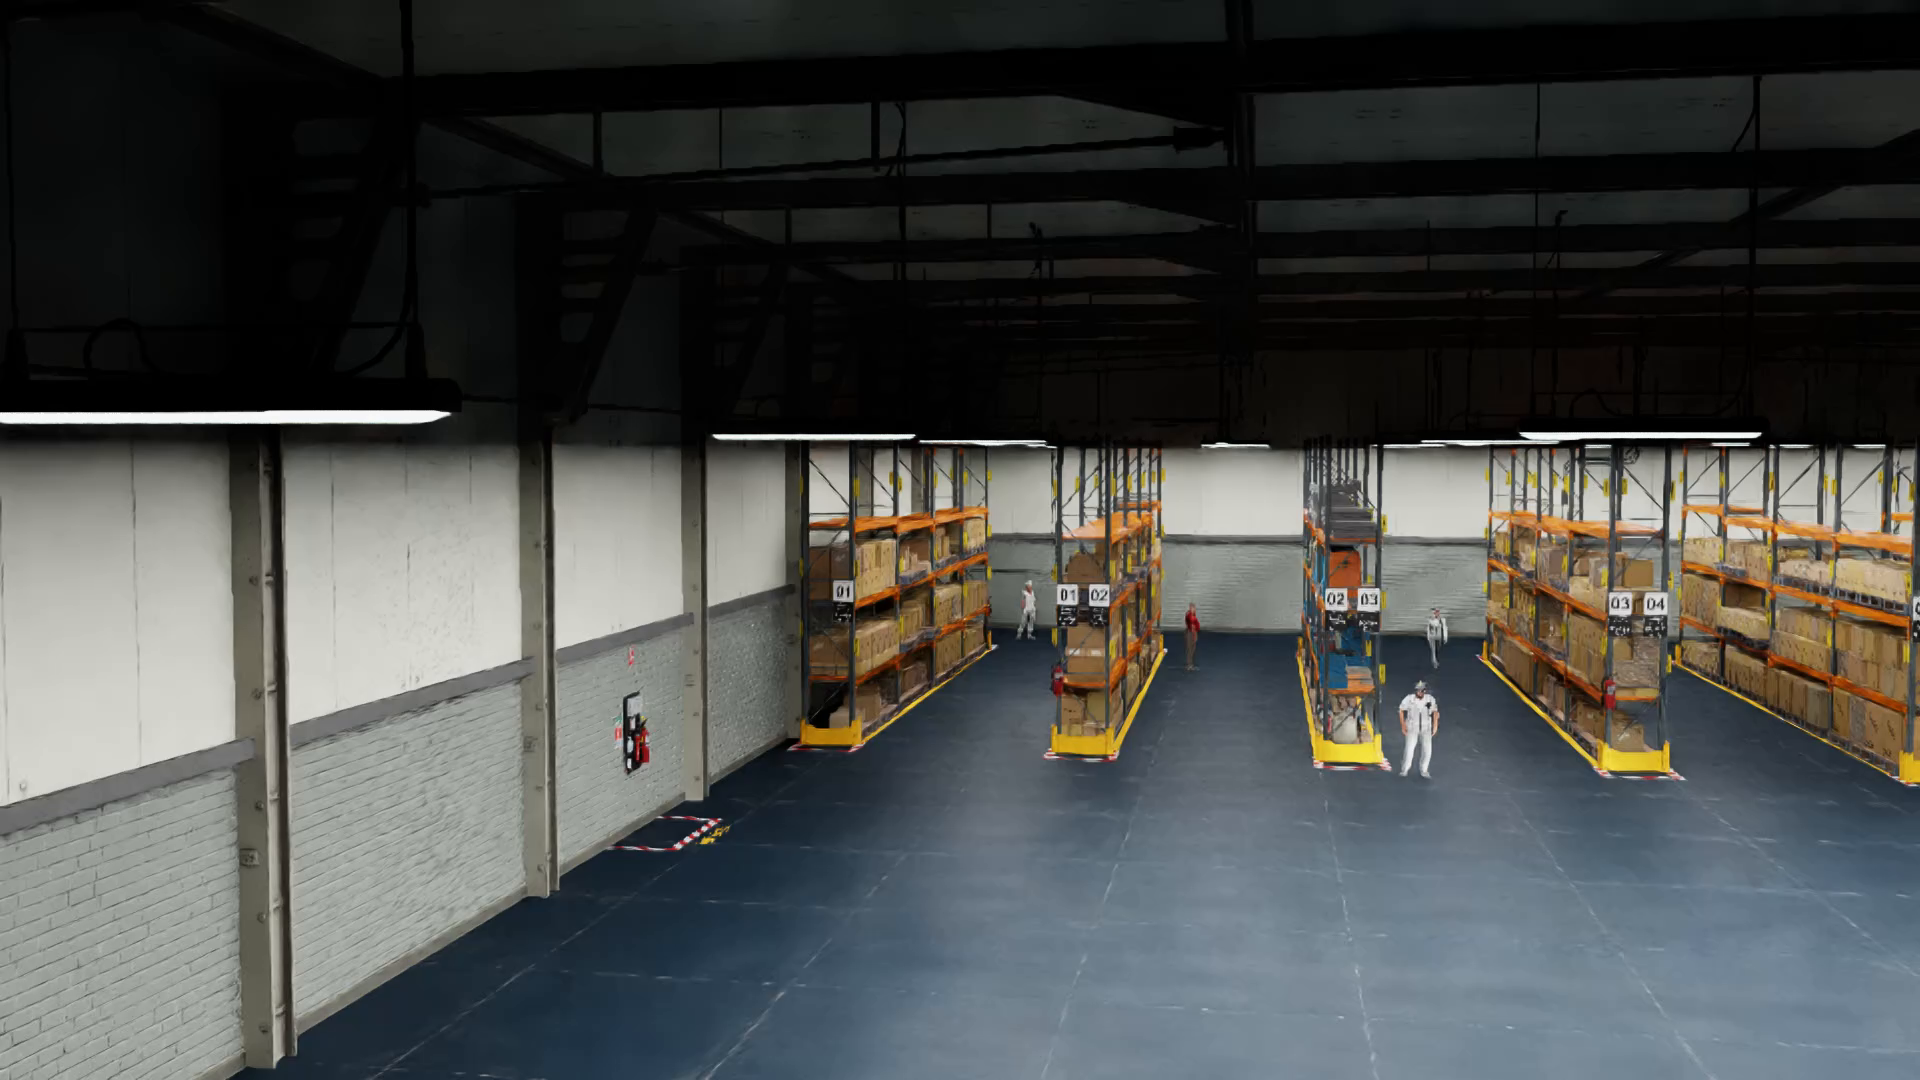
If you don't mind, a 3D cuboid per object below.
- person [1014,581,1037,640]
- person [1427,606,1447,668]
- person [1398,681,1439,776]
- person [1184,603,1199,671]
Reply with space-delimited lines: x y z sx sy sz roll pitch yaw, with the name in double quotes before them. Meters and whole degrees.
"person" 1.977 2.125 50.141 0.697 1.789 0.479 -3 4 -40
"person" 12.554 2.537 43.747 0.500 1.625 0.997 1 3 9
"person" 8.031 3.295 29.133 0.682 1.711 0.536 0 3 8
"person" 6.034 2.508 43.237 0.380 1.740 0.615 0 3 -3
